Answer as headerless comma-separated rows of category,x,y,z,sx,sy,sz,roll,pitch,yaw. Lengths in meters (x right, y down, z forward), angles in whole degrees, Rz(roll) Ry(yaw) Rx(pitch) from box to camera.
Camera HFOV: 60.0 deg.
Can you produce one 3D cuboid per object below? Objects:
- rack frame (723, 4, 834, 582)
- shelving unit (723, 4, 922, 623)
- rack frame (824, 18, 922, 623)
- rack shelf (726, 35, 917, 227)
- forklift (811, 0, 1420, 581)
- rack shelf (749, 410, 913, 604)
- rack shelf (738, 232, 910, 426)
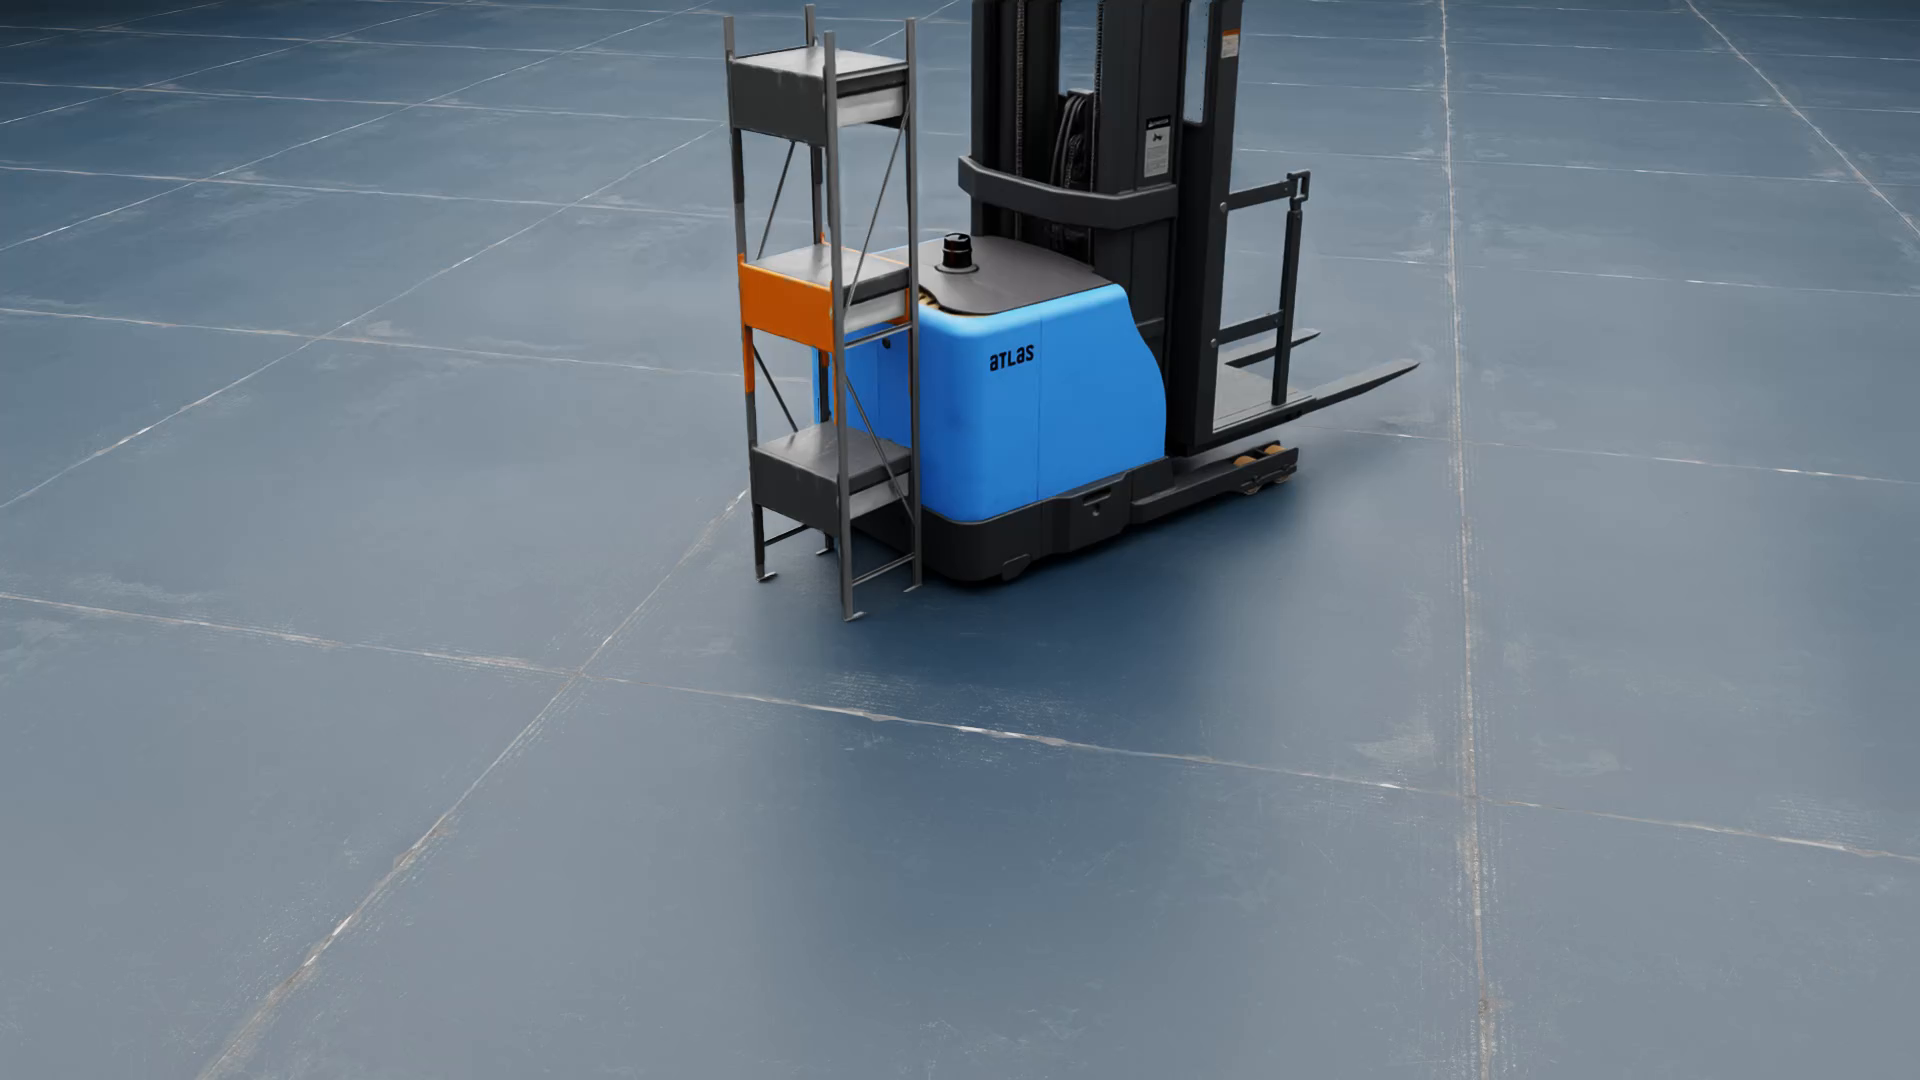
rack frame,-0.645,-0.849,6.091,0.015,2.100,0.400,22,33,38
shelving unit,-0.466,-0.778,5.942,0.503,2.100,0.431,22,33,38
rack frame,-0.287,-0.707,5.792,0.015,2.100,0.400,22,33,38
rack shelf,-0.466,-1.398,5.647,0.480,0.518,0.431,22,33,38
forklift,0.847,-1.673,6.853,3.031,2.935,1.130,-20,32,-35
rack shelf,-0.466,-0.134,6.248,0.480,0.518,0.431,22,33,38
rack shelf,-0.466,-0.766,5.947,0.480,0.518,0.431,22,33,38
